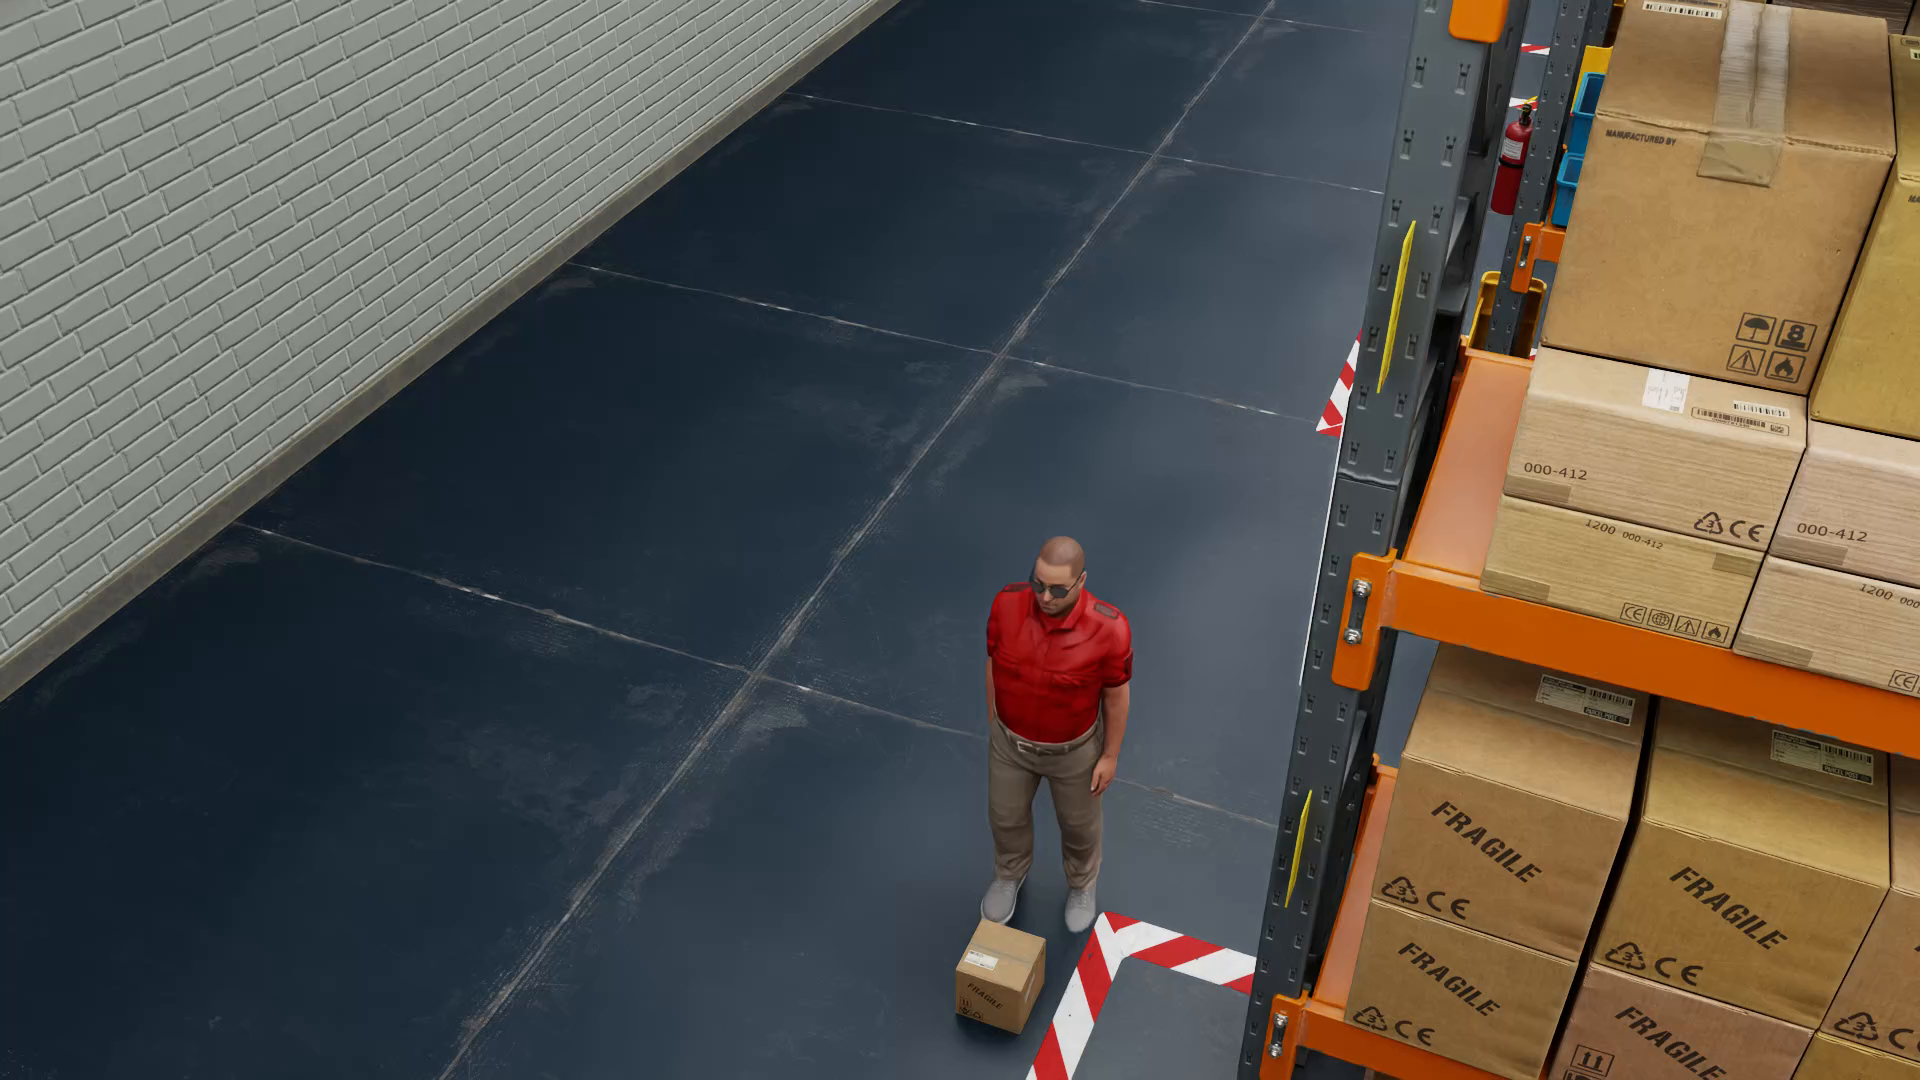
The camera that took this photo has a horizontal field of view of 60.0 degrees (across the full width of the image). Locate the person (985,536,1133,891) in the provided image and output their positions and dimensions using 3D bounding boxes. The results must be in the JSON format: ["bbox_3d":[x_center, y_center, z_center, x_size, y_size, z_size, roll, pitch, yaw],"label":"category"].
[{"bbox_3d":[0.317,0.683,5.877,0.523,1.650,0.375,14,39,17],"label":"person"}]
